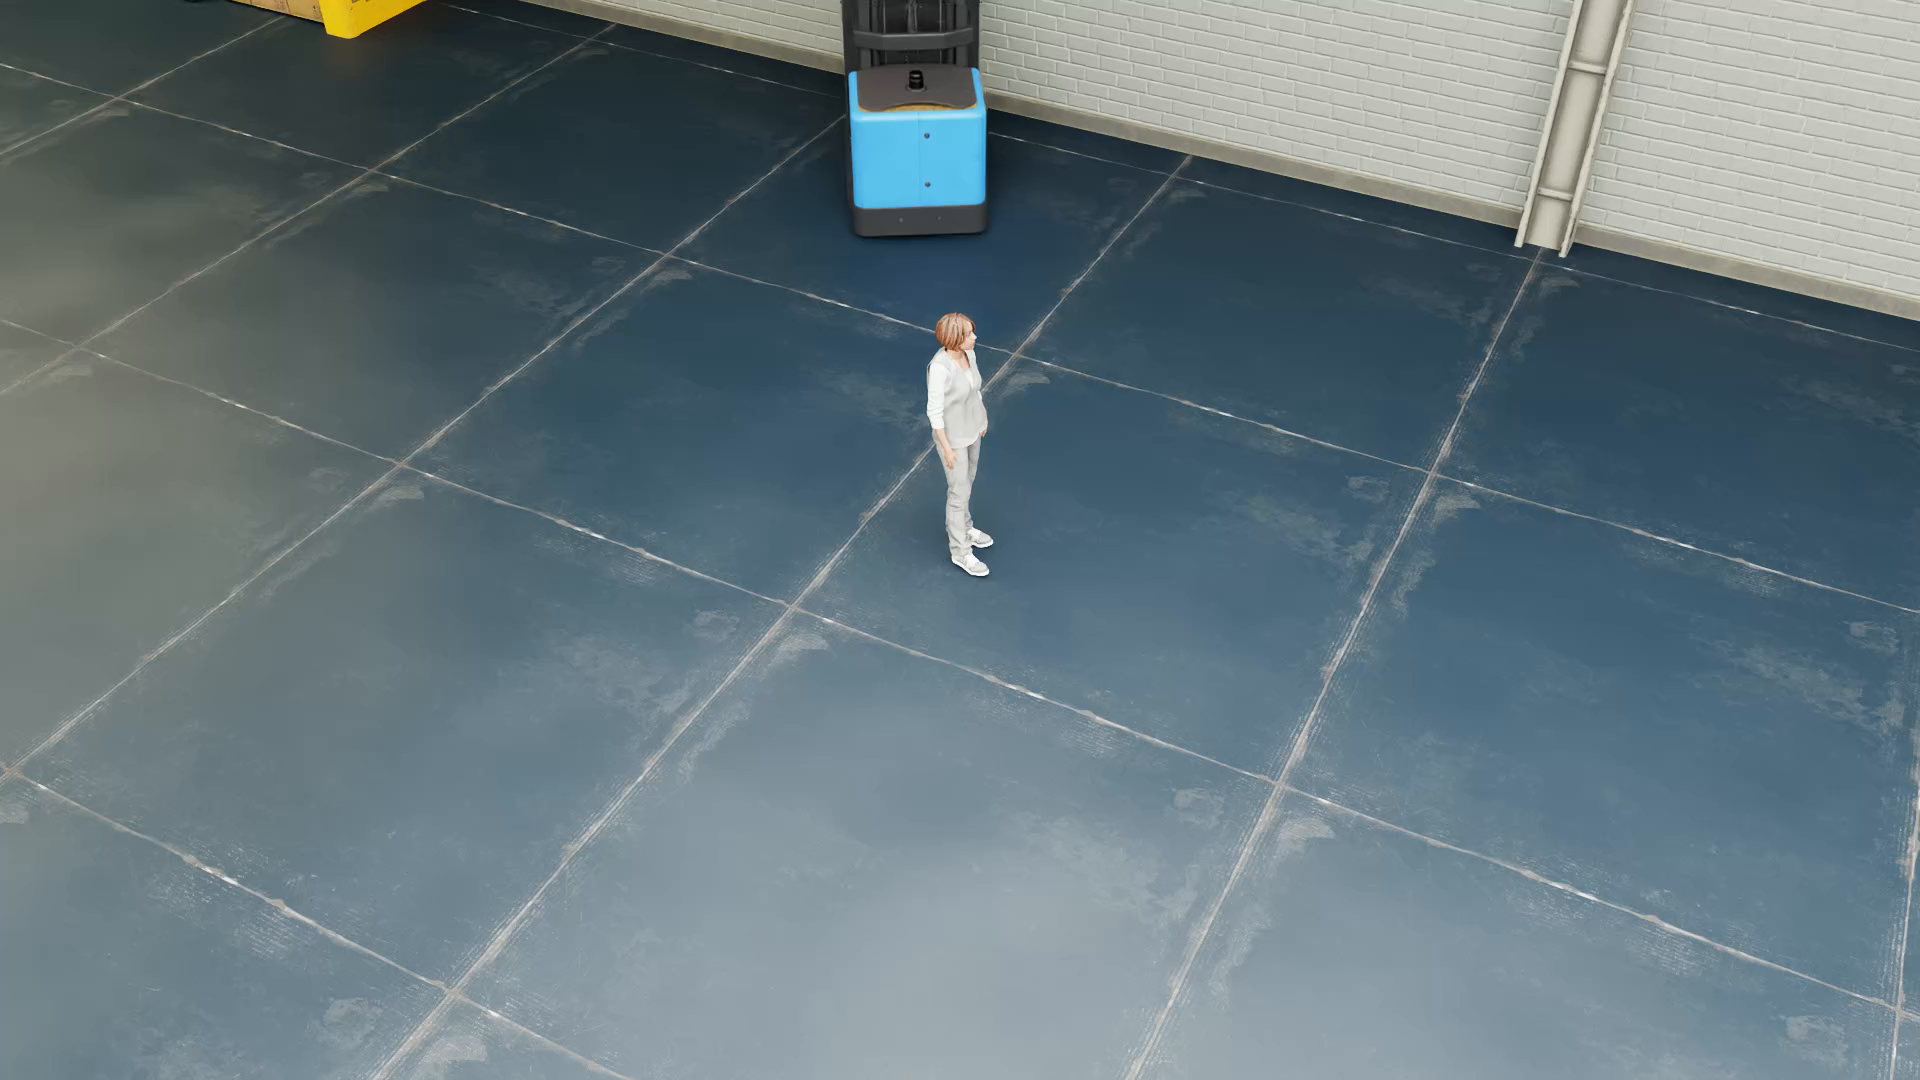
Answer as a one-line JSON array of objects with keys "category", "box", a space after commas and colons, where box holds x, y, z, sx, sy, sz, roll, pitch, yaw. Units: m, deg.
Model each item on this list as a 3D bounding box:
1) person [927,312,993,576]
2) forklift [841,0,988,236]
[{"category": "person", "box": [0.060, -0.586, 9.707, 0.473, 1.599, 0.520, 18, 43, 21]}, {"category": "forklift", "box": [-0.407, -4.423, 13.238, 1.130, 2.935, 3.031, -3, 40, -3]}]
